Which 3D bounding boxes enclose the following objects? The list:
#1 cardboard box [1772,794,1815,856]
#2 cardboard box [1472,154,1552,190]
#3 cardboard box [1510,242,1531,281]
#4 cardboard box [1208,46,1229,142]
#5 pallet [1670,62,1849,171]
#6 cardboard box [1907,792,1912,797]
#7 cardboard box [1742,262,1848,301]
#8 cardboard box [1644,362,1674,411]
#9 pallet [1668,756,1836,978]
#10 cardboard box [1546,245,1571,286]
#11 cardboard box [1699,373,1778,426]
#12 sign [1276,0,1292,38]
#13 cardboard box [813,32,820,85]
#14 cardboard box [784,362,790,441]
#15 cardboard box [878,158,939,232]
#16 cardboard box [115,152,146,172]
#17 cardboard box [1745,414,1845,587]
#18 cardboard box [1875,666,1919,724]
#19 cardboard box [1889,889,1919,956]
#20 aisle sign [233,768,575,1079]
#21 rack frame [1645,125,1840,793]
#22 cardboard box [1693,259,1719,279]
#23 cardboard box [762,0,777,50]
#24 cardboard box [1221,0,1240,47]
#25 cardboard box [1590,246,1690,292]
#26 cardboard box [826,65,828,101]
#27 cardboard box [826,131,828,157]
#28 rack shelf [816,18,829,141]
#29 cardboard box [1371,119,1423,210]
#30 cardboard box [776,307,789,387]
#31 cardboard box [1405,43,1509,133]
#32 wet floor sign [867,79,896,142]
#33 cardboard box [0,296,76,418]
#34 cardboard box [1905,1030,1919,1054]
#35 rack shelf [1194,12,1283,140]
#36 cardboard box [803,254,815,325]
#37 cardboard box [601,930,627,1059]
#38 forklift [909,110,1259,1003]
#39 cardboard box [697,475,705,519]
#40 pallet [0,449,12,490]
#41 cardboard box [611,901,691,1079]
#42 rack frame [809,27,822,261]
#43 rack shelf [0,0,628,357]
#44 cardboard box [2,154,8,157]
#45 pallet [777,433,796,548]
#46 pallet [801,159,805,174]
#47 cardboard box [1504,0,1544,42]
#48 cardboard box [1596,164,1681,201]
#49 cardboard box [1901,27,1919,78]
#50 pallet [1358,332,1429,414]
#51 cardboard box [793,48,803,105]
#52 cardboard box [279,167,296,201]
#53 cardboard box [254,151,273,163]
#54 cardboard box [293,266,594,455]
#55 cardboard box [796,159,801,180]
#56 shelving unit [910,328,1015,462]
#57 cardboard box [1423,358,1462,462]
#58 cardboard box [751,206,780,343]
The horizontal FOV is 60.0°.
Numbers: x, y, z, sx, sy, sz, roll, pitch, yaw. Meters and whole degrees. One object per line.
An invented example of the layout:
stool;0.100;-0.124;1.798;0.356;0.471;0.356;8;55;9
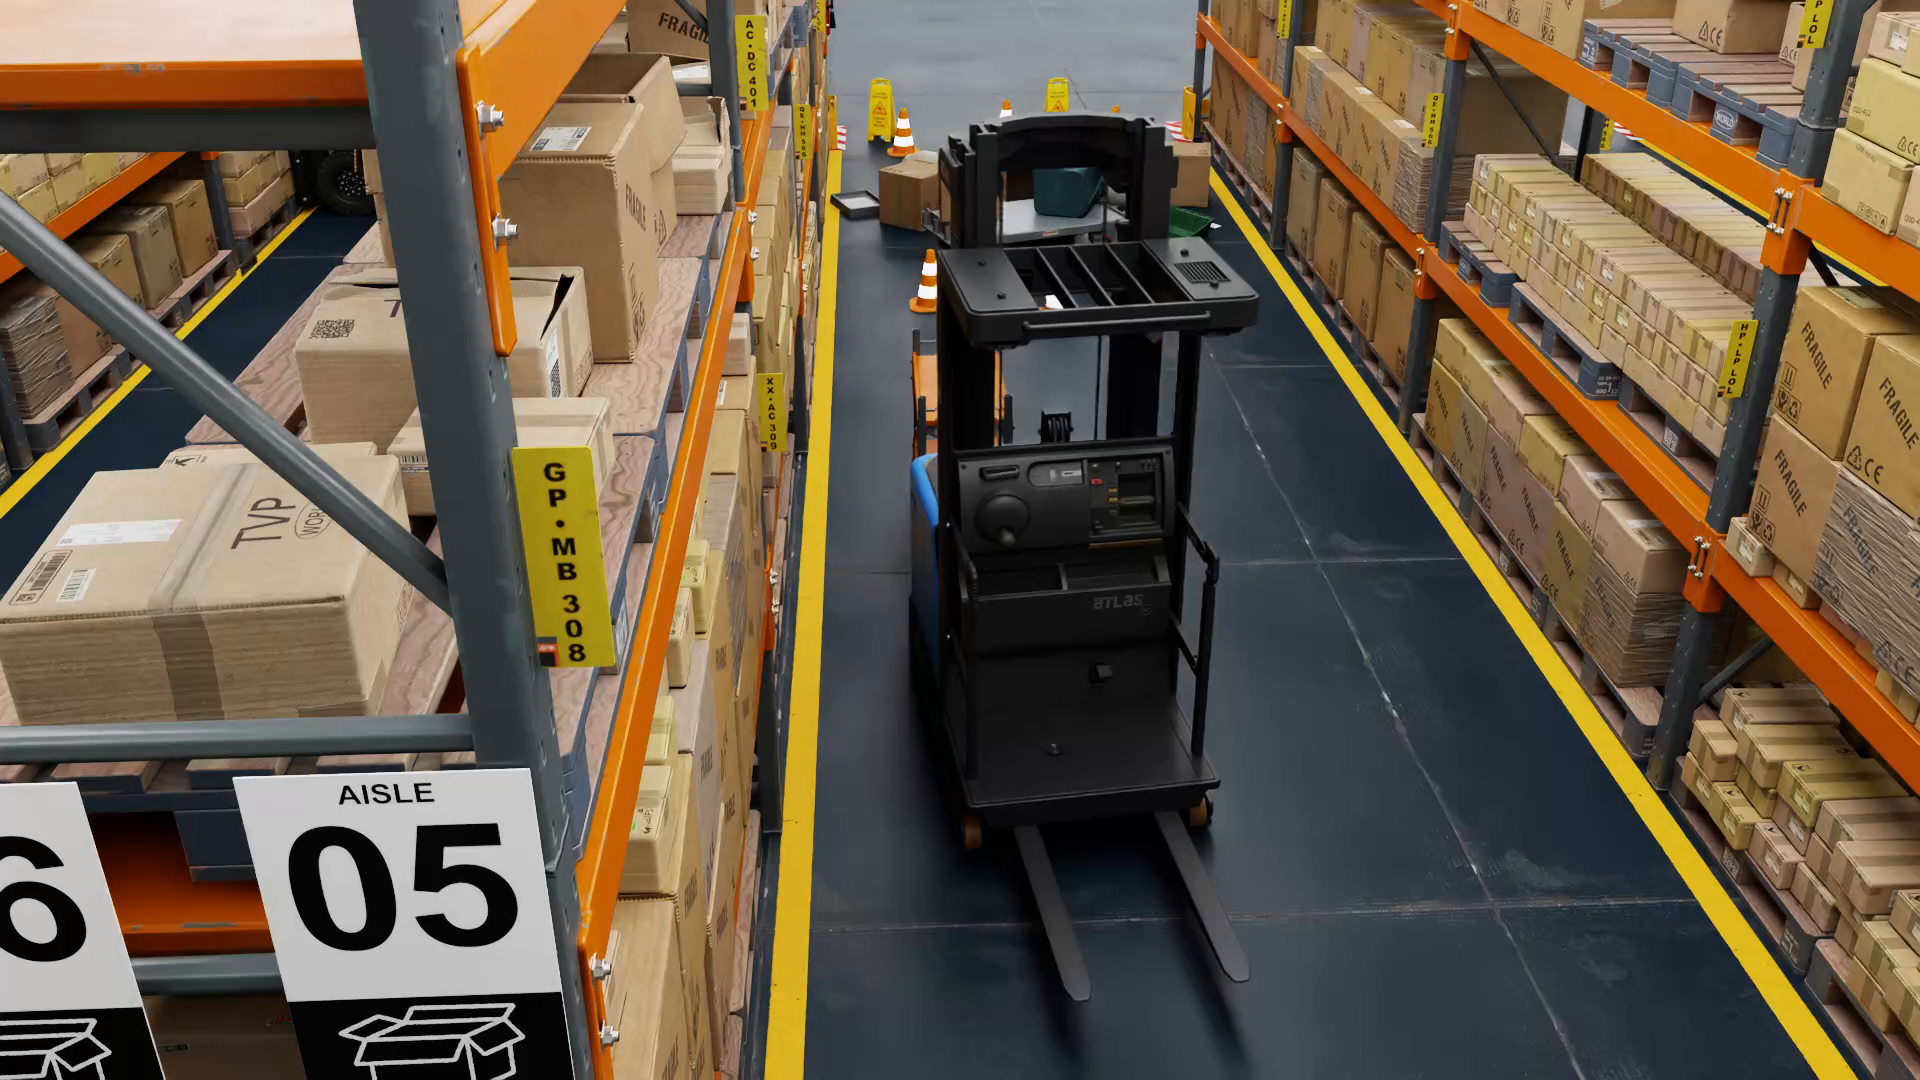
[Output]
cardboard box;3.508;1.124;6.658;0.380;0.149;0.250;-2;28;-3
cardboard box;3.279;-2.189;9.878;0.380;0.149;0.250;-1;28;-3
cardboard box;3.314;-1.561;9.316;0.380;0.149;0.250;0;28;0
cardboard box;3.132;-4.698;17.357;0.875;0.875;0.875;-1;28;-2
pallet;3.731;-1.758;6.836;1.213;0.211;1.003;-1;28;-3
cardboard box;4.049;1.108;6.688;0.380;0.149;0.250;-2;28;-4
cardboard box;4.040;-1.235;8.049;0.380;0.149;0.250;-2;28;-3
cardboard box;3.413;-0.712;7.689;0.380;0.149;0.250;-1;28;-3
pallet;3.727;1.322;6.986;1.003;0.211;1.213;-1;28;-3
cardboard box;3.341;-1.454;8.791;0.380;0.149;0.250;-2;28;-3
cardboard box;3.439;-0.609;7.170;0.380;0.149;0.250;-1;28;-1
sign;2.685;-4.323;13.772;0.100;0.325;0.005;-1;28;-3
cardboard box;-1.444;-4.138;14.010;0.500;0.500;0.500;-1;28;-3
cardboard box;-1.080;-0.676;7.965;0.500;0.250;0.500;-2;28;-3
cardboard box;-0.396;-3.172;15.288;0.500;0.500;0.500;19;33;32
cardboard box;-6.341;-2.875;12.181;0.500;0.250;0.500;-1;28;-2
cardboard box;3.431;-0.165;6.392;0.500;0.500;0.500;-2;28;-4
cardboard box;3.455;0.510;5.800;0.380;0.149;0.250;-1;28;-2
cardboard box;3.550;1.362;5.880;0.380;0.149;0.250;-2;28;-5
aisle sign;-0.779;0.664;2.423;0.394;0.787;0.004;-1;28;-3
rack frame;3.657;-0.223;6.934;1.000;3.000;0.127;-1;28;-3
cardboard box;4.012;-1.345;8.581;0.380;0.149;0.250;-2;28;-4
cardboard box;-1.027;-2.366;7.490;0.396;0.266;0.258;1;28;2
cardboard box;3.049;-5.146;16.211;0.875;0.550;0.550;-1;28;-3
cardboard box;3.374;-1.344;8.258;0.380;0.149;0.250;-3;28;-5
cardboard box;-1.606;-4.535;16.909;0.500;0.500;0.500;-1;28;-2
cardboard box;-1.578;-3.960;16.617;0.500;0.250;0.500;-1;28;-2
rack shelf;-1.803;-4.356;15.637;1.077;0.370;4.000;-1;28;-3
cardboard box;3.132;-2.547;11.281;0.500;0.500;0.500;-1;28;-3
cardboard box;-1.078;-0.896;7.846;0.500;0.250;0.500;-1;28;-2
cardboard box;3.407;-2.999;11.068;0.700;0.500;0.500;-2;28;-3
wet floor sign;-0.849;-4.668;18.003;0.267;0.644;0.232;8;29;15
cardboard box;-6.466;-1.204;10.929;0.875;0.625;0.625;-1;28;-1
cardboard box;3.553;1.748;5.783;0.380;0.149;0.250;-1;28;-1
rack shelf;3.135;-4.522;15.955;1.077;0.370;4.000;-1;28;-3
cardboard box;-1.590;-1.877;12.494;0.950;0.372;0.625;0;28;-1
cardboard box;-0.814;0.844;2.997;0.380;0.149;0.250;-1;28;-2
forklift;0.491;-0.139;6.846;1.130;2.935;3.031;-4;28;-9
cardboard box;-0.944;-0.106;4.819;0.380;0.149;0.250;-2;28;-4
pallet;-6.446;-0.201;9.906;1.003;0.211;1.213;-1;28;-3
cardboard box;-0.813;1.074;3.258;0.500;0.500;0.500;-2;28;-4
rack frame;-1.699;-3.752;13.699;1.000;3.000;0.127;-1;28;-3
rack shelf;-1.177;-1.297;3.716;1.077;0.370;4.000;-1;28;-3
cardboard box;-6.224;-2.510;10.510;0.380;0.149;0.250;-1;28;-1
pallet;-1.524;-0.302;10.101;1.003;0.211;1.213;-1;28;-3
pallet;-1.634;-2.732;11.953;1.003;0.211;1.213;-1;28;-3
cardboard box;3.245;-2.944;8.799;0.500;0.500;0.500;-1;28;-3
cardboard box;3.942;-2.078;9.664;0.380;0.149;0.250;-2;28;-3
cardboard box;3.411;-1.618;5.556;0.380;0.149;0.250;-3;28;-5
pallet;3.482;-1.200;11.823;1.003;0.211;1.213;-1;28;-3
cardboard box;-1.369;-3.197;11.752;0.500;0.500;0.500;-2;28;-5
cardboard box;-6.435;-3.299;15.352;0.500;0.250;0.500;-1;28;-2
cardboard box;-6.384;-3.508;14.670;0.500;0.250;0.500;-1;28;-3
cardboard box;-1.101;-0.423;3.608;0.500;0.311;0.500;-1;28;-2
cardboard box;-1.265;-2.520;11.156;0.380;0.149;0.250;-1;28;-2
shelving unit;0.000;-0.496;9.484;0.538;1.125;1.048;-1;28;-3
cardboard box;3.230;-0.816;10.319;0.500;0.500;0.500;-3;28;-5
cardboard box;-1.095;-1.221;7.658;0.500;0.500;0.500;-2;28;-4
